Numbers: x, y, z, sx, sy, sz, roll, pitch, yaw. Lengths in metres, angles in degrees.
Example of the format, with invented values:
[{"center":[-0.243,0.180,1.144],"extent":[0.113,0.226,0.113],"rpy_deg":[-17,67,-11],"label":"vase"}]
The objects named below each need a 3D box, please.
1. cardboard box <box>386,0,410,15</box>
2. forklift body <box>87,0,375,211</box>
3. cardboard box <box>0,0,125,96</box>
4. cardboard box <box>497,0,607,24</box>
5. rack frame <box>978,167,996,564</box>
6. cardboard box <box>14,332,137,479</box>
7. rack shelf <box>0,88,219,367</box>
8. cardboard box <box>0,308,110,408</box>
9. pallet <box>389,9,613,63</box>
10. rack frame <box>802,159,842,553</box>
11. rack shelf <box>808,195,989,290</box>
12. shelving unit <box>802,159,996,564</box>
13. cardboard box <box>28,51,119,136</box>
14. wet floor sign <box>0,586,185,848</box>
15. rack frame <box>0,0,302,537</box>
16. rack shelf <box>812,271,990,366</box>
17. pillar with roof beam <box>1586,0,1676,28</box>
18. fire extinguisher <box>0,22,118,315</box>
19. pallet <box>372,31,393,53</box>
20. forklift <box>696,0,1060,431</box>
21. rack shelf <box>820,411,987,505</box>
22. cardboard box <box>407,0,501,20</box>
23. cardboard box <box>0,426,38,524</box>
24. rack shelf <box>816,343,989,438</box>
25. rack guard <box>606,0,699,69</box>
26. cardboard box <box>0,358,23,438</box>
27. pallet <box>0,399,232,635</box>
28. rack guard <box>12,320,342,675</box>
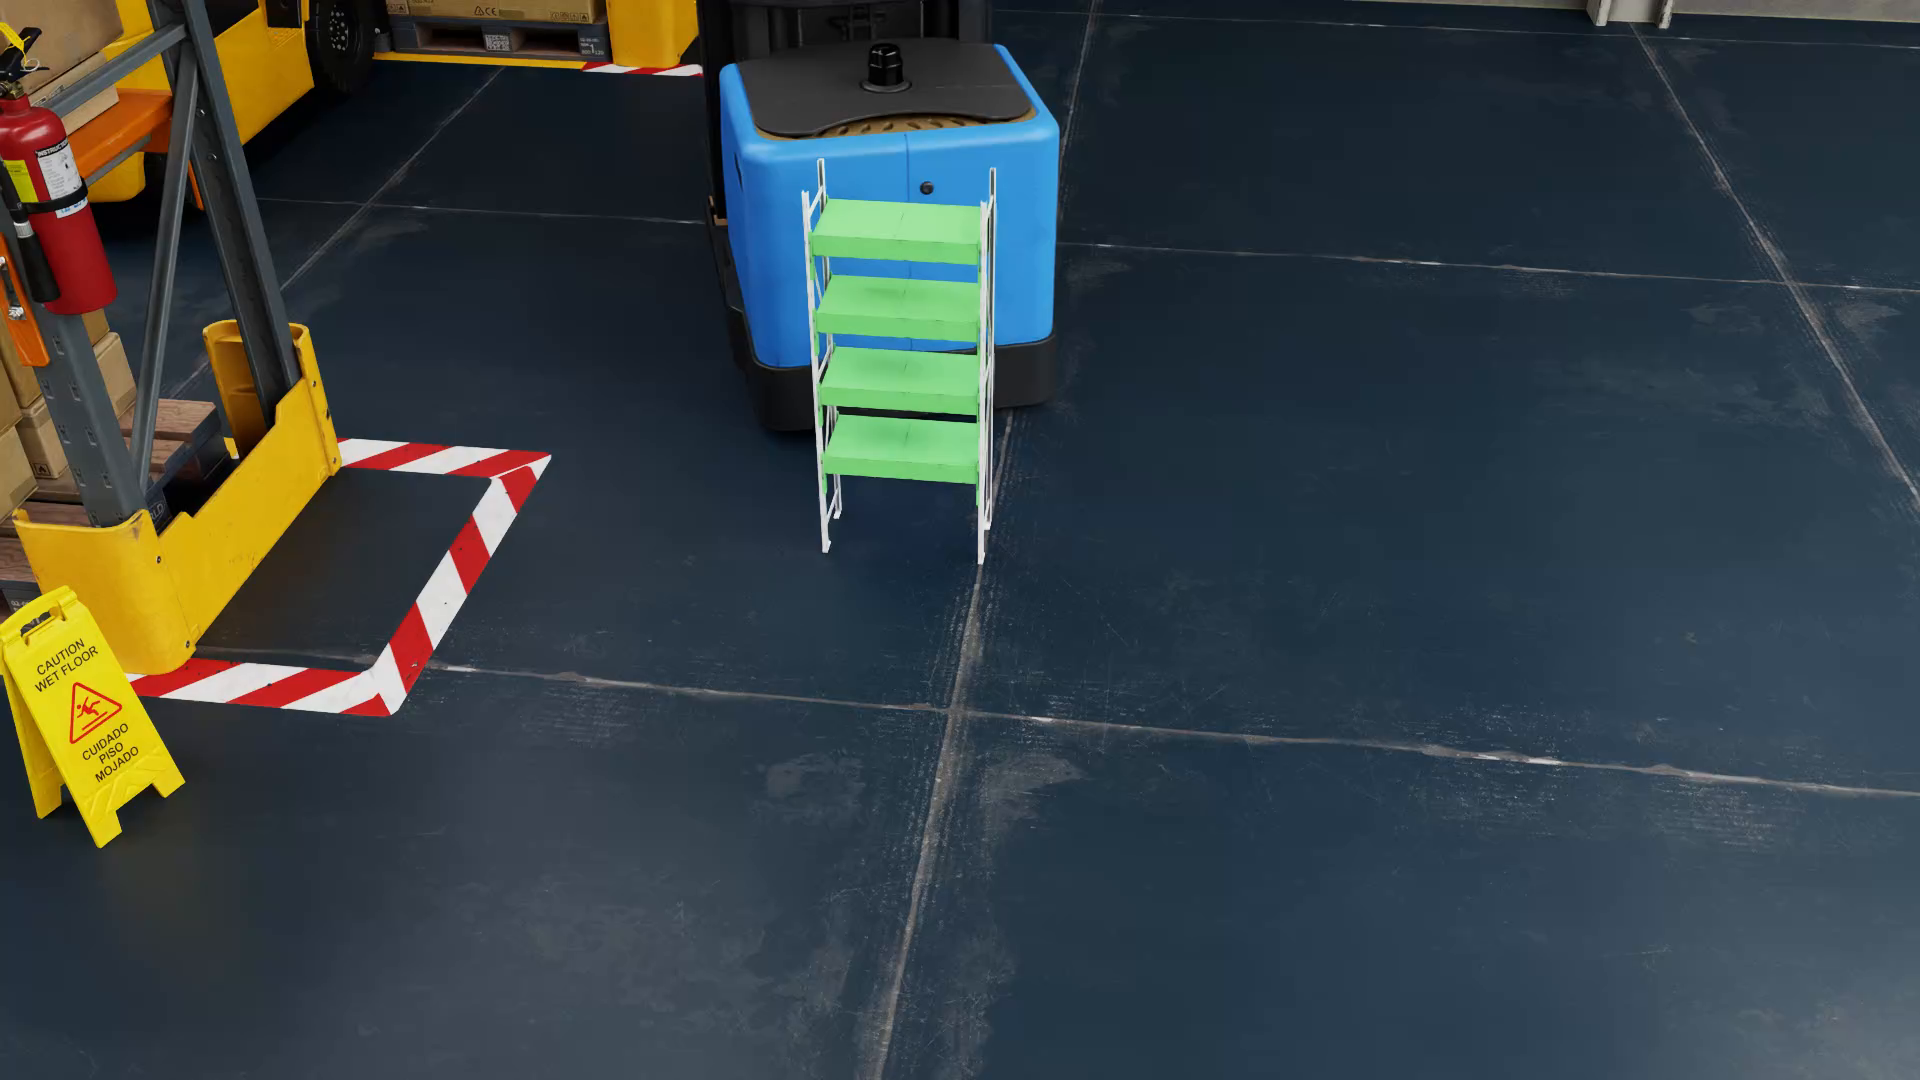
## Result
[{"center":[-3.111,-3.026,8.914],"extent":[0.500,0.250,0.500],"rpy_deg":[5,36,6],"label":"cardboard box"},{"center":[-3.731,-2.781,7.295],"extent":[1.214,2.155,2.313],"rpy_deg":[4,36,6],"label":"forklift body"},{"center":[-2.681,-1.534,4.475],"extent":[0.500,0.500,0.500],"rpy_deg":[4,36,5],"label":"cardboard box"},{"center":[-2.124,-2.942,8.795],"extent":[0.500,0.250,0.500],"rpy_deg":[5,36,6],"label":"cardboard box"},{"center":[0.078,-0.483,4.893],"extent":[0.015,1.200,0.240],"rpy_deg":[4,36,6],"label":"rack frame"},{"center":[-3.011,-0.448,5.301],"extent":[0.500,0.250,0.500],"rpy_deg":[4,36,6],"label":"cardboard box"},{"center":[-4.230,-1.032,4.734],"extent":[4.000,0.370,1.077],"rpy_deg":[4,36,6],"label":"rack shelf"},{"center":[-3.035,-0.755,5.085],"extent":[0.500,0.500,0.500],"rpy_deg":[3,36,4],"label":"cardboard box"},{"center":[-2.382,-2.935,9.180],"extent":[1.213,0.211,1.003],"rpy_deg":[4,36,6],"label":"pallet"},{"center":[-0.406,-0.519,4.944],"extent":[0.015,1.200,0.240],"rpy_deg":[4,36,6],"label":"rack frame"},{"center":[-0.164,-0.839,4.677],"extent":[0.480,0.148,0.258],"rpy_deg":[4,36,6],"label":"rack shelf"},{"center":[-0.164,-0.501,4.919],"extent":[0.503,1.200,0.258],"rpy_deg":[4,36,6],"label":"shelving unit"},{"center":[-2.557,-1.219,4.593],"extent":[0.250,0.149,0.380],"rpy_deg":[4,36,6],"label":"cardboard box"},{"center":[-2.194,0.412,4.118],"extent":[0.232,0.644,0.267],"rpy_deg":[17,39,22],"label":"wet floor sign"},{"center":[-2.247,-1.177,4.317],"extent":[0.127,3.000,1.000],"rpy_deg":[4,36,6],"label":"rack frame"},{"center":[-0.164,-0.644,4.816],"extent":[0.480,0.148,0.258],"rpy_deg":[4,36,6],"label":"rack shelf"},{"center":[3.209,-4.126,3.284],"extent":[0.400,9.000,9.100],"rpy_deg":[4,36,6],"label":"pillar with roof beam"},{"center":[-2.192,-0.872,3.956],"extent":[0.183,0.674,0.296],"rpy_deg":[4,36,6],"label":"fire extinguisher"},{"center":[-3.589,-3.027,9.309],"extent":[1.213,0.211,1.003],"rpy_deg":[4,36,6],"label":"pallet"},{"center":[-0.475,-2.414,6.110],"extent":[1.130,2.935,3.031],"rpy_deg":[-7,36,-10],"label":"forklift"},{"center":[-0.164,-0.253,5.095],"extent":[0.480,0.148,0.258],"rpy_deg":[4,36,6],"label":"rack shelf"},{"center":[-2.616,-2.984,8.855],"extent":[0.500,0.250,0.500],"rpy_deg":[4,36,6],"label":"cardboard box"},{"center":[-3.106,-0.135,4.863],"extent":[0.500,0.250,0.500],"rpy_deg":[4,36,6],"label":"cardboard box"},{"center":[-0.164,-0.449,4.956],"extent":[0.480,0.148,0.258],"rpy_deg":[4,36,6],"label":"rack shelf"},{"center":[-1.594,-3.018,9.049],"extent":[0.348,0.500,1.175],"rpy_deg":[4,36,6],"label":"rack guard"},{"center":[-3.074,-0.443,4.649],"extent":[0.500,0.500,0.500],"rpy_deg":[4,36,6],"label":"cardboard box"},{"center":[-3.123,-0.128,5.248],"extent":[1.213,0.211,1.003],"rpy_deg":[4,36,6],"label":"pallet"},{"center":[-2.322,-0.165,5.051],"extent":[0.348,0.500,1.175],"rpy_deg":[4,36,6],"label":"rack guard"}]
